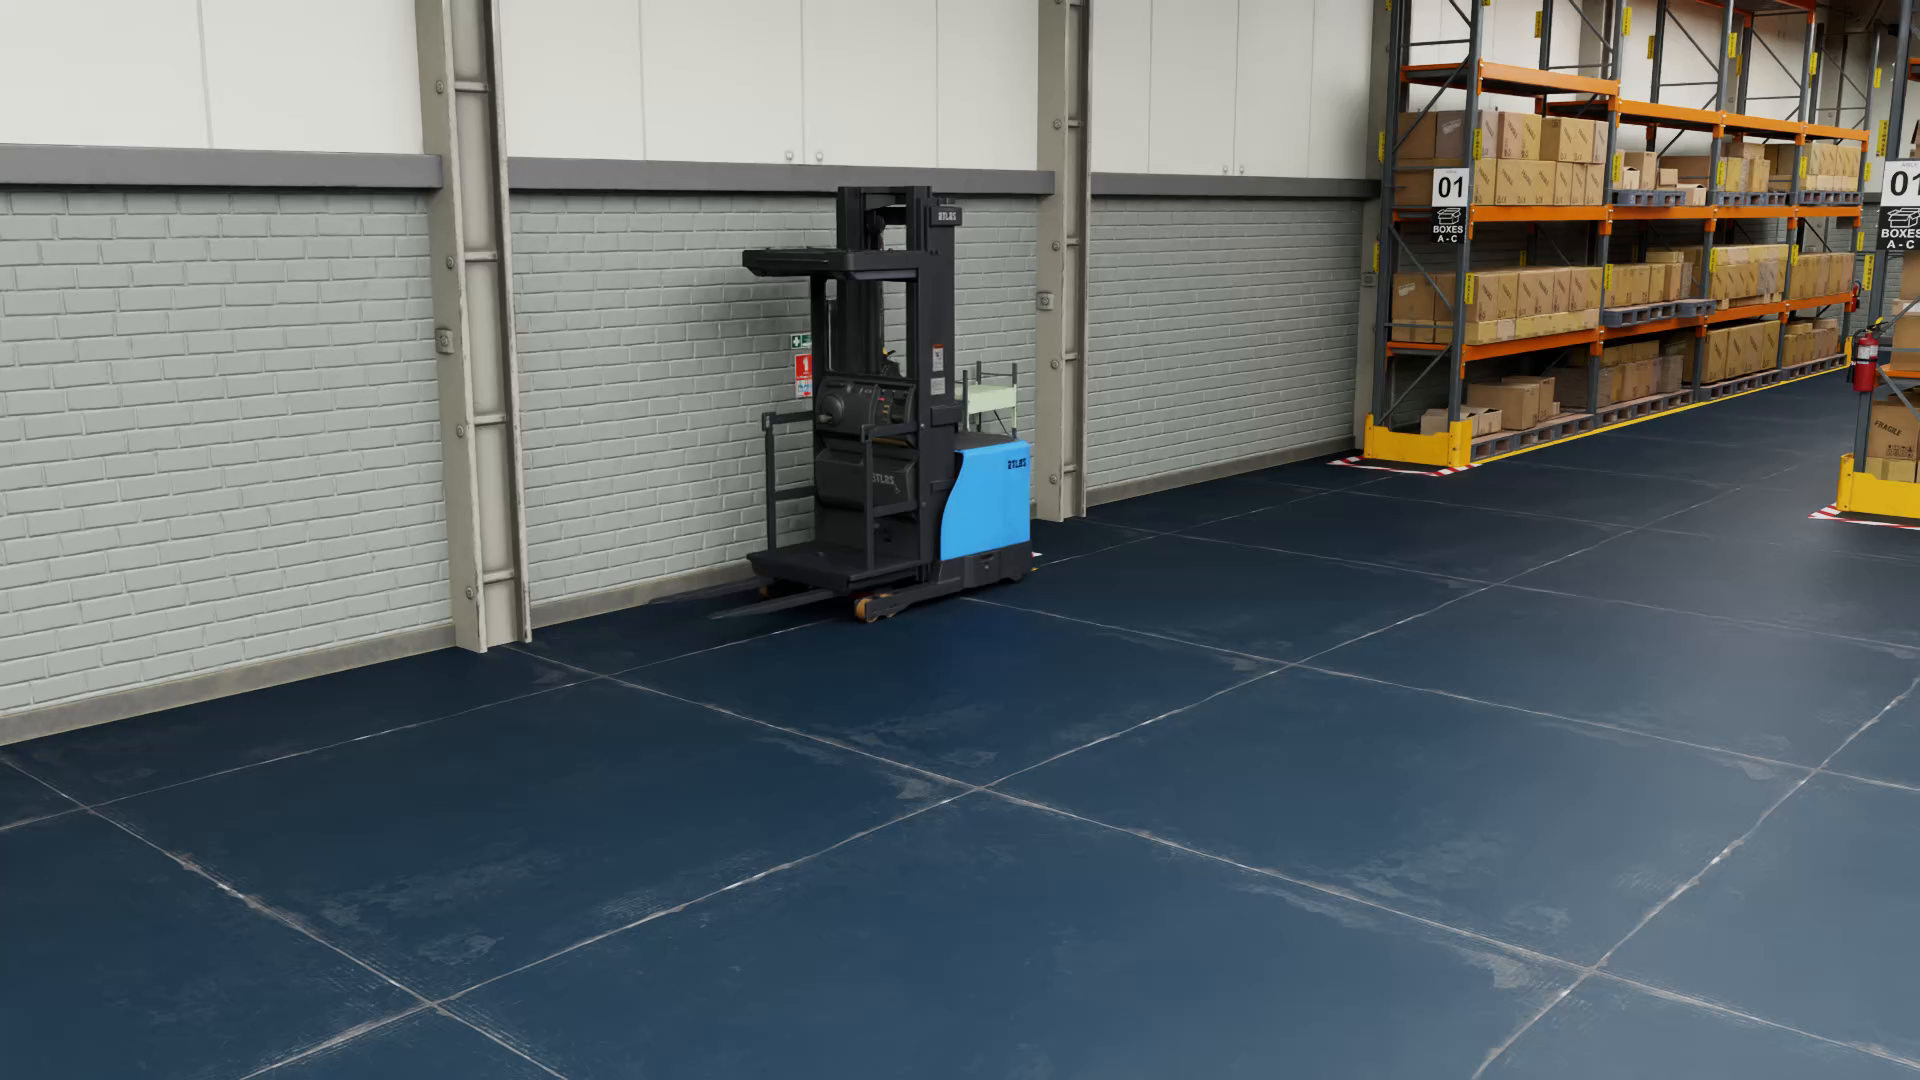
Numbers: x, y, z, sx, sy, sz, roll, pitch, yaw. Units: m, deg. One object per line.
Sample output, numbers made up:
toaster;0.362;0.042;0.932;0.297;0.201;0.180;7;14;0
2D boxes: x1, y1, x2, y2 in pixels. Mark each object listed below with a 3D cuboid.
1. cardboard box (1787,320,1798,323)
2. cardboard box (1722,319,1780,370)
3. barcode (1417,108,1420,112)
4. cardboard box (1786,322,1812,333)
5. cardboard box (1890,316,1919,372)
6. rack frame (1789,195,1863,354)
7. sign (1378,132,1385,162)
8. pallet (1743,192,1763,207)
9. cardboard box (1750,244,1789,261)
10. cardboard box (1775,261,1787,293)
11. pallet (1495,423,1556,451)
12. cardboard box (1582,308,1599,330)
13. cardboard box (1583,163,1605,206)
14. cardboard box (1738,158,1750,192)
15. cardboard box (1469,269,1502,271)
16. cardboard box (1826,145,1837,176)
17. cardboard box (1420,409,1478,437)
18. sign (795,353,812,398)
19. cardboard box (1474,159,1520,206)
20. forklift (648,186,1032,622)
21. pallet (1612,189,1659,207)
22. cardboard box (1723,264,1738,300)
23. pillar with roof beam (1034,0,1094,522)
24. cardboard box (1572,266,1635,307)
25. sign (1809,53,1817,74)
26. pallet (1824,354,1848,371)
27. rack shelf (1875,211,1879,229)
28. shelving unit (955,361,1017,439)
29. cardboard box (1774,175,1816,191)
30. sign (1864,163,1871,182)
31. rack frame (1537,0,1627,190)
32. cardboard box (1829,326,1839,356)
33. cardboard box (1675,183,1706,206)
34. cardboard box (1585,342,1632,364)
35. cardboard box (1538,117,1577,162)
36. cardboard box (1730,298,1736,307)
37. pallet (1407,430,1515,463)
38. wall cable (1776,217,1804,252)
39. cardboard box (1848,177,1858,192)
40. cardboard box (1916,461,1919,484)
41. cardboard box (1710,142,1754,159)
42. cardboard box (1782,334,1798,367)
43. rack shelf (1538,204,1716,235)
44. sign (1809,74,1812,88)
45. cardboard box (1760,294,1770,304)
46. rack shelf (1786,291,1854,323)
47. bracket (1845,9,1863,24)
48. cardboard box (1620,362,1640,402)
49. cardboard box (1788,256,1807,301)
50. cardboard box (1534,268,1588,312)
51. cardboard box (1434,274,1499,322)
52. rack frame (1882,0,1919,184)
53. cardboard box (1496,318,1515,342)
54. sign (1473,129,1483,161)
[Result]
cardboard box;14.337;-3.743;28.948;0.380;0.149;0.250;10;15;41
cardboard box;12.655;-3.154;26.762;0.750;0.750;0.750;10;15;41
barcode;5.158;-4.823;18.702;0.001;0.075;0.075;10;15;40
cardboard box;14.265;-3.614;28.299;0.380;0.149;0.250;9;15;39
cardboard box;9.107;-1.826;15.438;0.700;0.500;0.500;10;15;40
rack frame;15.627;-4.703;30.102;1.000;3.000;0.127;10;15;40
sign;4.662;-4.329;18.309;0.100;0.325;0.005;10;15;40
pallet;11.467;-5.171;25.268;1.003;0.211;1.213;11;16;43
cardboard box;12.870;-4.586;26.531;0.500;0.250;0.500;10;15;42
cardboard box;12.871;-4.219;26.611;0.500;0.500;0.500;9;15;39
pallet;6.484;-1.287;20.115;1.003;0.211;1.213;10;15;40
cardboard box;7.621;-2.765;20.730;0.500;0.250;0.500;10;15;40
cardboard box;7.556;-4.361;20.423;0.500;0.500;0.500;10;15;42
cardboard box;11.625;-5.580;25.452;0.700;0.500;0.500;10;15;40
cardboard box;6.227;-2.974;19.859;0.500;0.500;0.500;10;15;41
cardboard box;14.324;-6.354;27.845;0.500;0.500;0.500;10;15;41
cardboard box;5.590;-1.337;18.987;0.500;0.311;0.500;8;14;34
sign;-1.186;-1.272;12.832;0.001;0.329;0.234;10;15;40
cardboard box;5.855;-3.971;18.467;0.500;0.500;0.500;-11;16;-44
forklift;-0.813;-0.984;11.655;1.130;2.935;3.031;10;15;41
pallet;8.193;-4.394;21.373;1.213;0.211;1.003;10;15;40
cardboard box;11.212;-3.845;24.740;0.500;0.500;0.500;10;15;42
pillar with roof beam;4.151;-4.067;11.597;9.100;9.000;0.400;10;15;40
cardboard box;8.442;-3.354;21.969;0.500;0.500;0.700;-10;15;-42
sign;13.402;-7.485;26.126;0.100;0.325;0.005;10;15;40
pallet;15.158;-3.208;29.735;1.003;0.211;1.213;10;15;40
rack shelf;10.109;-3.122;16.362;1.077;0.370;4.000;10;15;40
shelving unit;0.103;-0.714;13.957;0.431;1.500;0.755;8;14;34
cardboard box;13.641;-5.835;27.164;0.500;0.250;0.500;10;15;40
sign;16.025;-6.498;29.368;0.100;0.325;0.005;10;15;40
rack frame;7.706;-5.880;20.675;1.000;3.000;0.127;10;15;40
cardboard box;15.240;-3.568;29.725;0.700;0.500;0.500;10;15;40
cardboard box;10.074;-4.823;23.217;0.500;0.311;0.500;10;15;40
cardboard box;8.808;-2.548;22.656;0.500;0.250;0.500;9;15;39
cardboard box;6.888;-4.689;19.512;0.500;0.500;0.500;9;14;38
cardboard box;11.566;-3.624;25.290;0.380;0.149;0.250;10;15;41
pallet;5.678;-1.108;19.220;1.003;0.211;1.213;10;15;40
wall cable;15.762;-5.512;31.558;0.084;1.984;1.851;10;15;40
cardboard box;15.343;-6.214;29.060;0.500;0.250;0.500;10;15;42
cardboard box;9.310;-0.617;15.591;0.500;0.250;0.500;10;15;40
cardboard box;11.954;-6.023;25.756;0.500;0.250;0.500;9;15;39
cardboard box;13.557;-3.192;27.843;0.700;0.500;0.500;10;15;41
rack shelf;9.026;-4.350;22.512;1.077;0.370;4.000;10;15;40
sign;15.214;-8.254;29.771;0.100;0.325;0.005;10;15;40
cardboard box;12.492;-3.796;26.150;0.380;0.149;0.250;10;15;40
rack shelf;14.307;-4.056;28.699;1.077;0.370;4.000;10;15;40
bracket;16.752;-9.813;31.175;0.235;0.232;0.430;10;15;40
cardboard box;8.850;-2.191;22.780;0.700;0.500;0.500;10;15;41
cardboard box;13.357;-4.340;27.515;0.980;0.700;0.700;10;15;41
cardboard box;7.301;-3.058;20.282;0.500;0.500;0.500;10;15;40
cardboard box;5.606;-2.685;18.412;0.500;0.500;0.500;10;15;40
rack frame;8.789;-4.651;14.524;1.000;3.000;0.127;10;15;40
cardboard box;5.958;-2.395;18.874;0.500;0.250;0.500;9;15;39
sign;5.473;-4.179;17.585;0.100;0.325;0.005;10;15;40
